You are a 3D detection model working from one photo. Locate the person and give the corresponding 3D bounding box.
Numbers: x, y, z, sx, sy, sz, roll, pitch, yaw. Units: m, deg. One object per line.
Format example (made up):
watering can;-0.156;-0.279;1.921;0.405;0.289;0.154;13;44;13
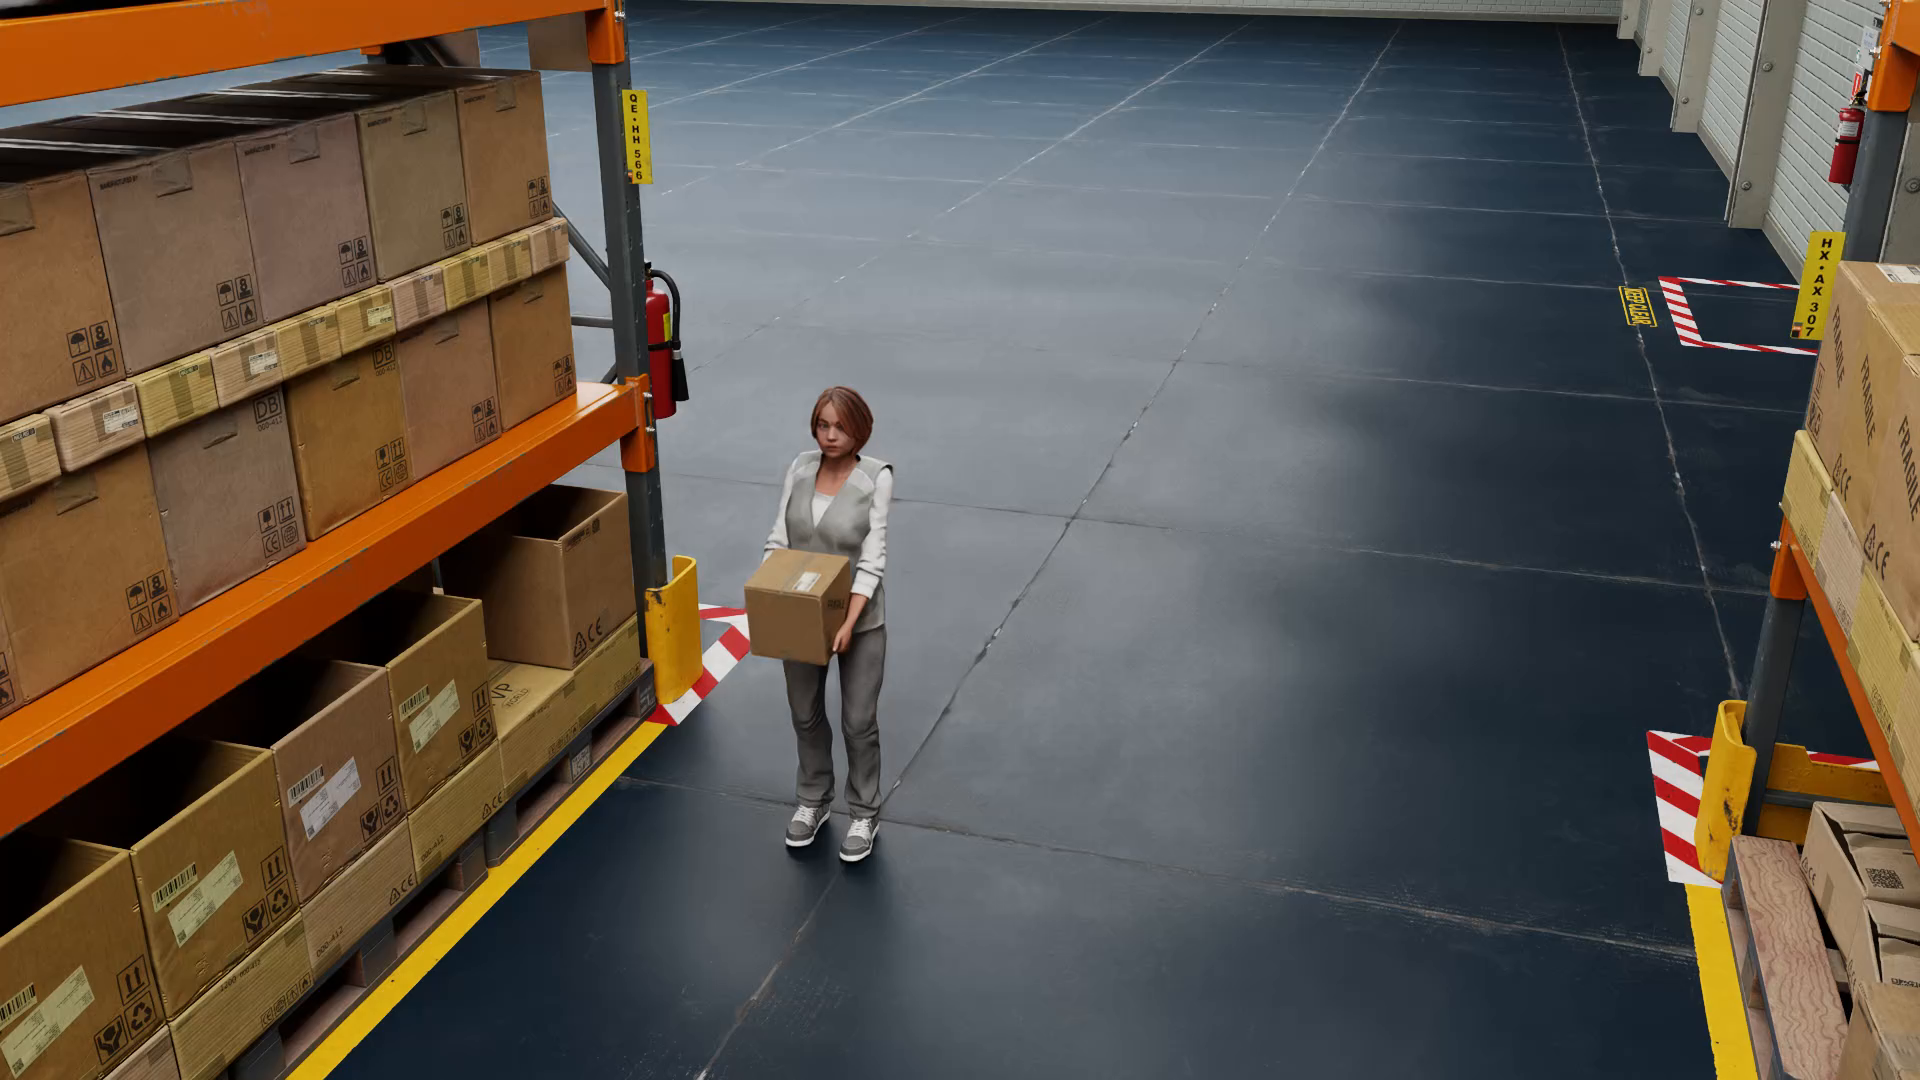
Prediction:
person;-0.434;0.301;5.376;0.404;1.590;0.494;7;23;16
